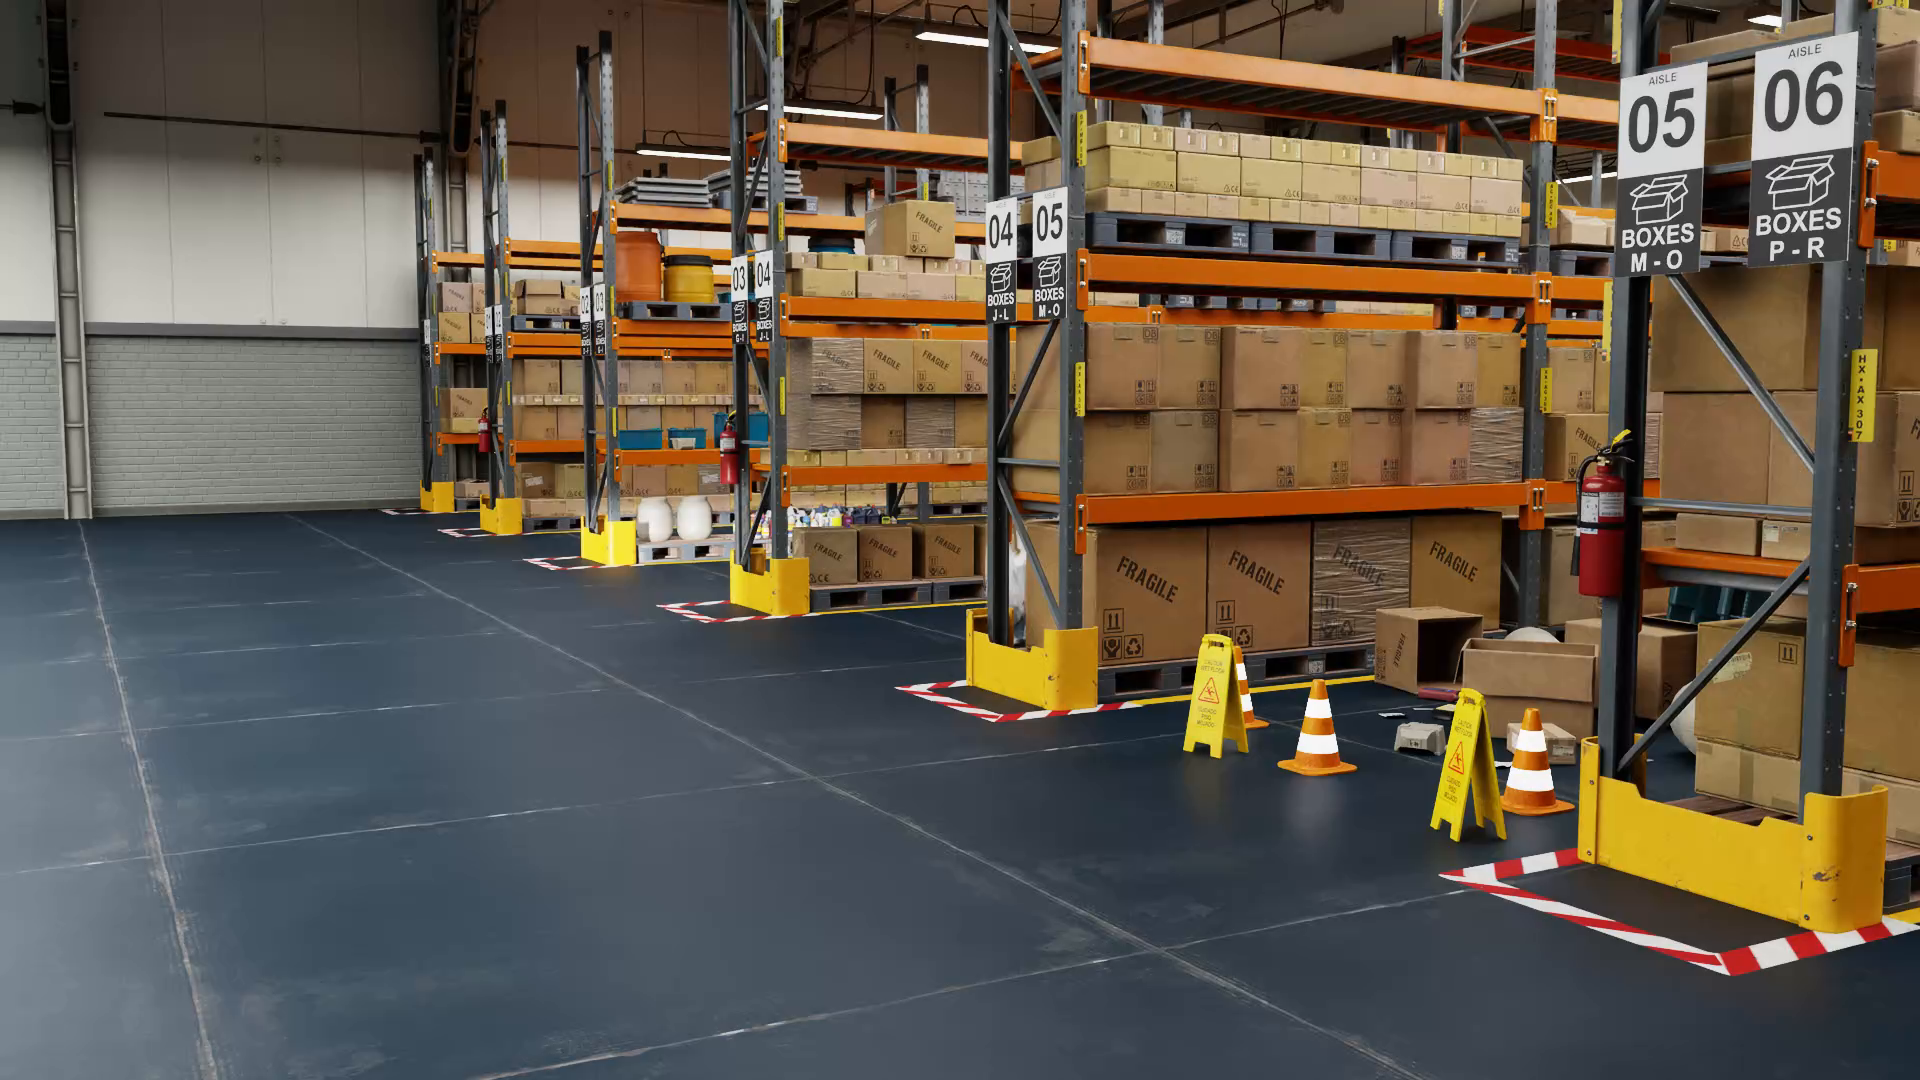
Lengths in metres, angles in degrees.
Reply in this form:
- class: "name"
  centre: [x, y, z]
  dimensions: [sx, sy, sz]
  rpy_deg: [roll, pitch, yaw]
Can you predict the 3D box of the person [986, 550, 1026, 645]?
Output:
- class: "person"
  centre: [0.597, 0.472, 12.918]
  dimensions: [0.568, 0.873, 0.949]
  rpy_deg: [-3, 6, -30]
